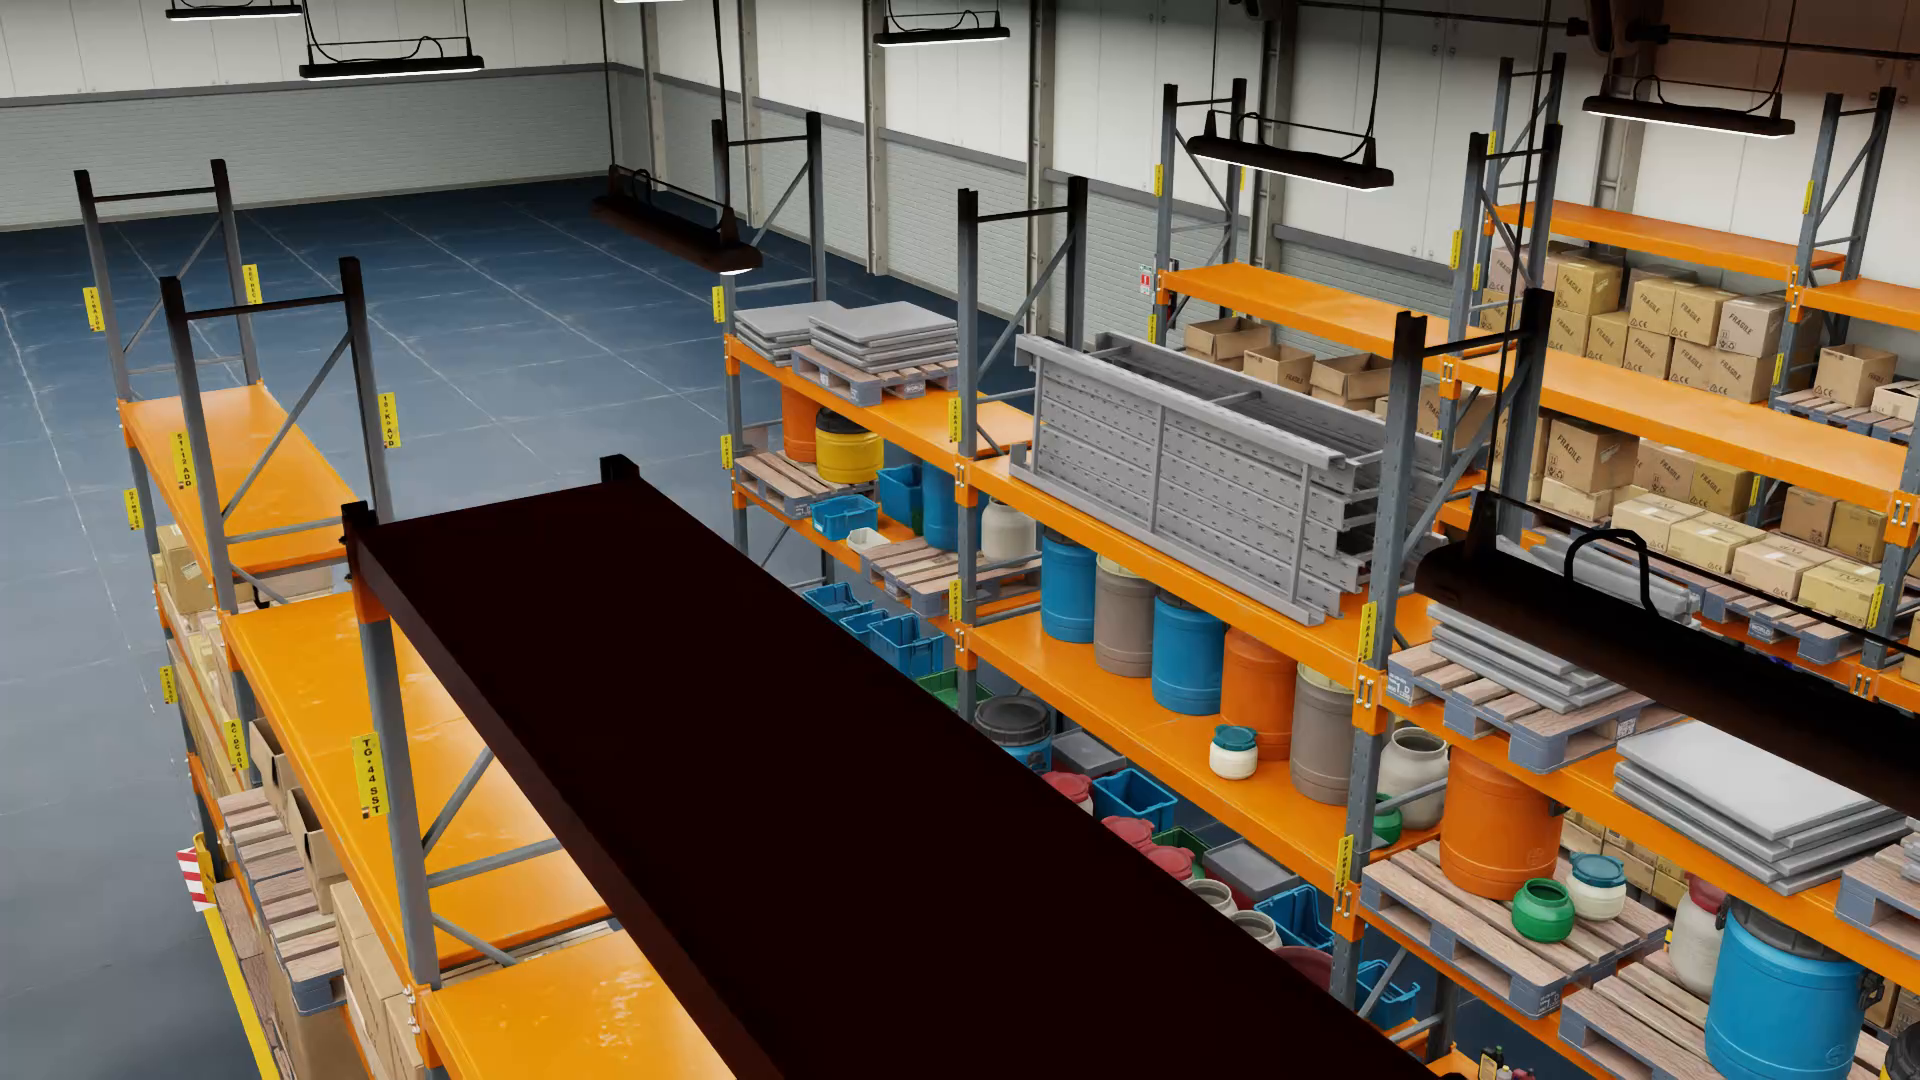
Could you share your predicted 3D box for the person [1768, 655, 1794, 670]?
[{"bbox_3d":[7.363,1.582,15.211,0.491,1.656,0.449,-20,29,-41],"label":"person"}]
